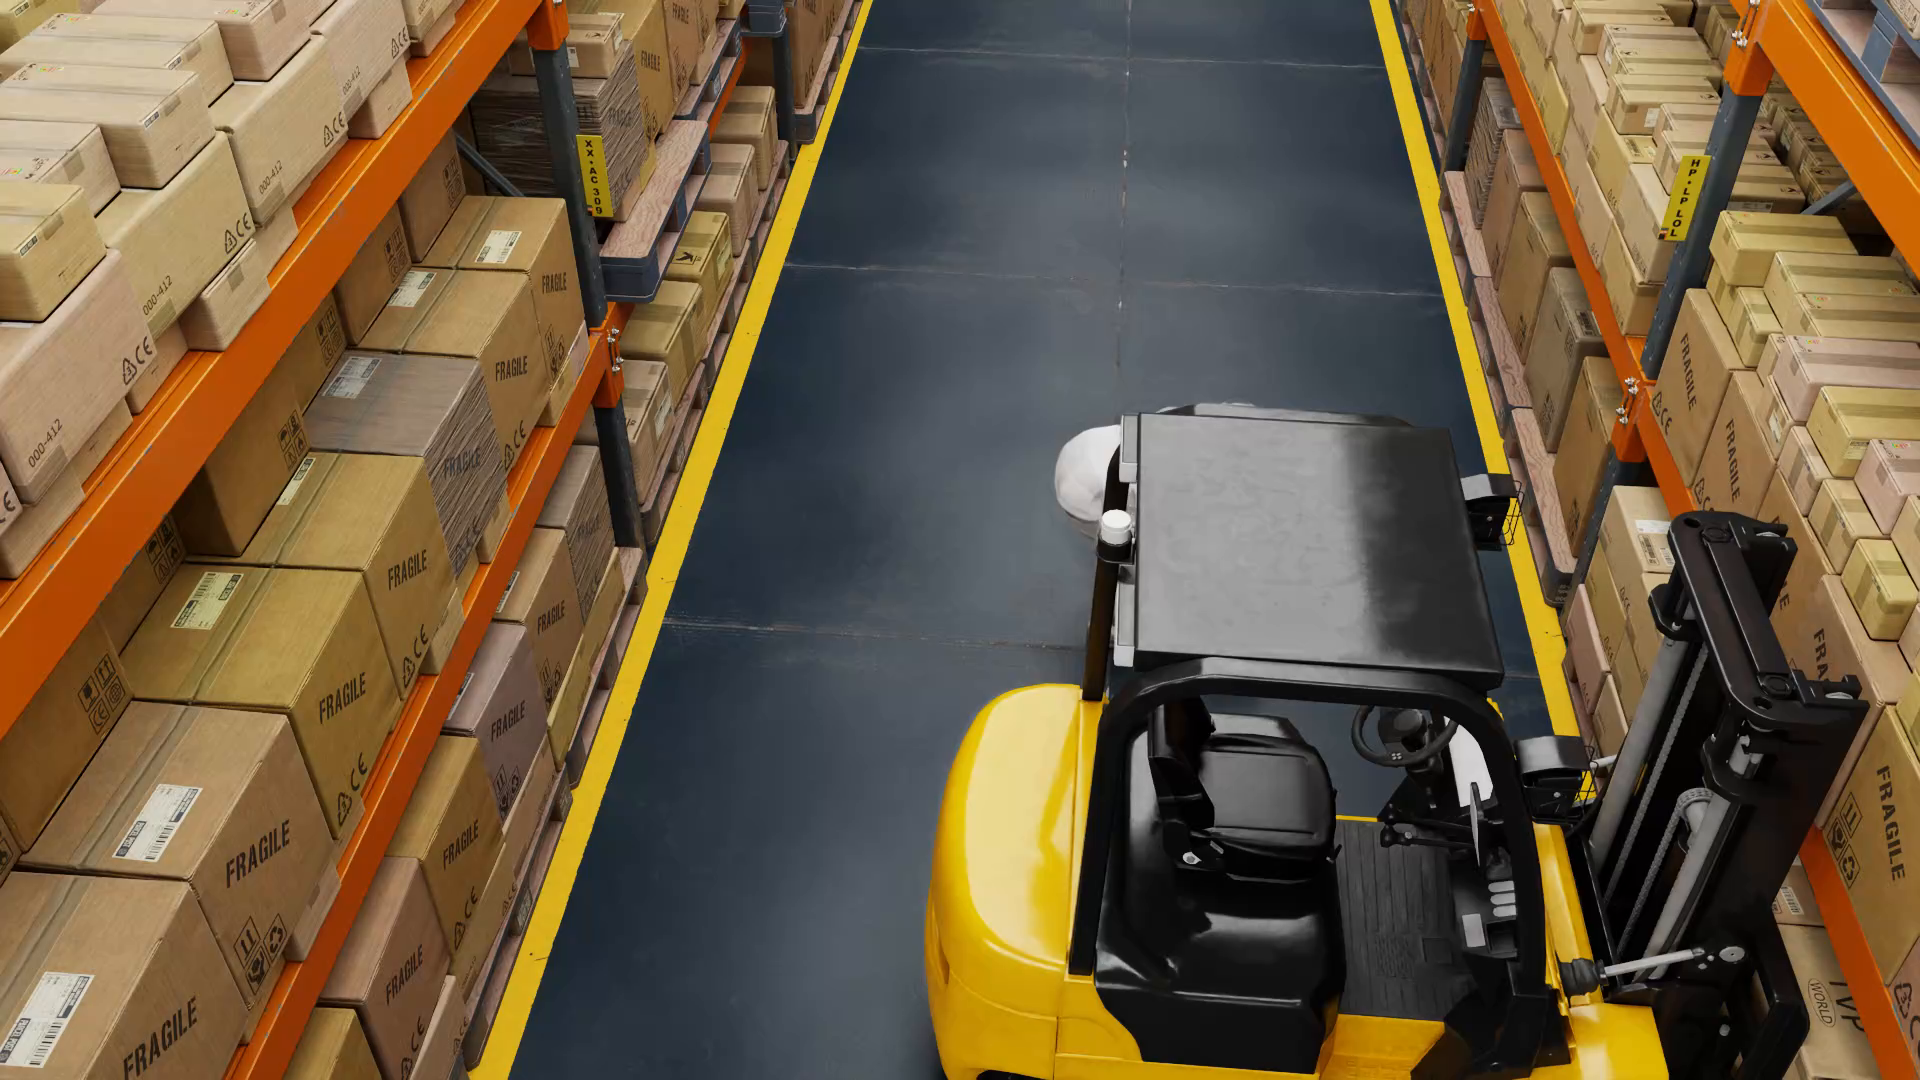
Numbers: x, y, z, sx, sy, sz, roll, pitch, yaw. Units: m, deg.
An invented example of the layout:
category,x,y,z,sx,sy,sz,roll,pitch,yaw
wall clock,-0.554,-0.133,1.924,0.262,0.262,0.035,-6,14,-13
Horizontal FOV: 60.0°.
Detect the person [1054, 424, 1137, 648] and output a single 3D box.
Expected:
category,x,y,z,sx,sy,sz,roll,pitch,yaw
person,0.855,-0.030,6.770,0.958,1.024,0.524,1,40,2
